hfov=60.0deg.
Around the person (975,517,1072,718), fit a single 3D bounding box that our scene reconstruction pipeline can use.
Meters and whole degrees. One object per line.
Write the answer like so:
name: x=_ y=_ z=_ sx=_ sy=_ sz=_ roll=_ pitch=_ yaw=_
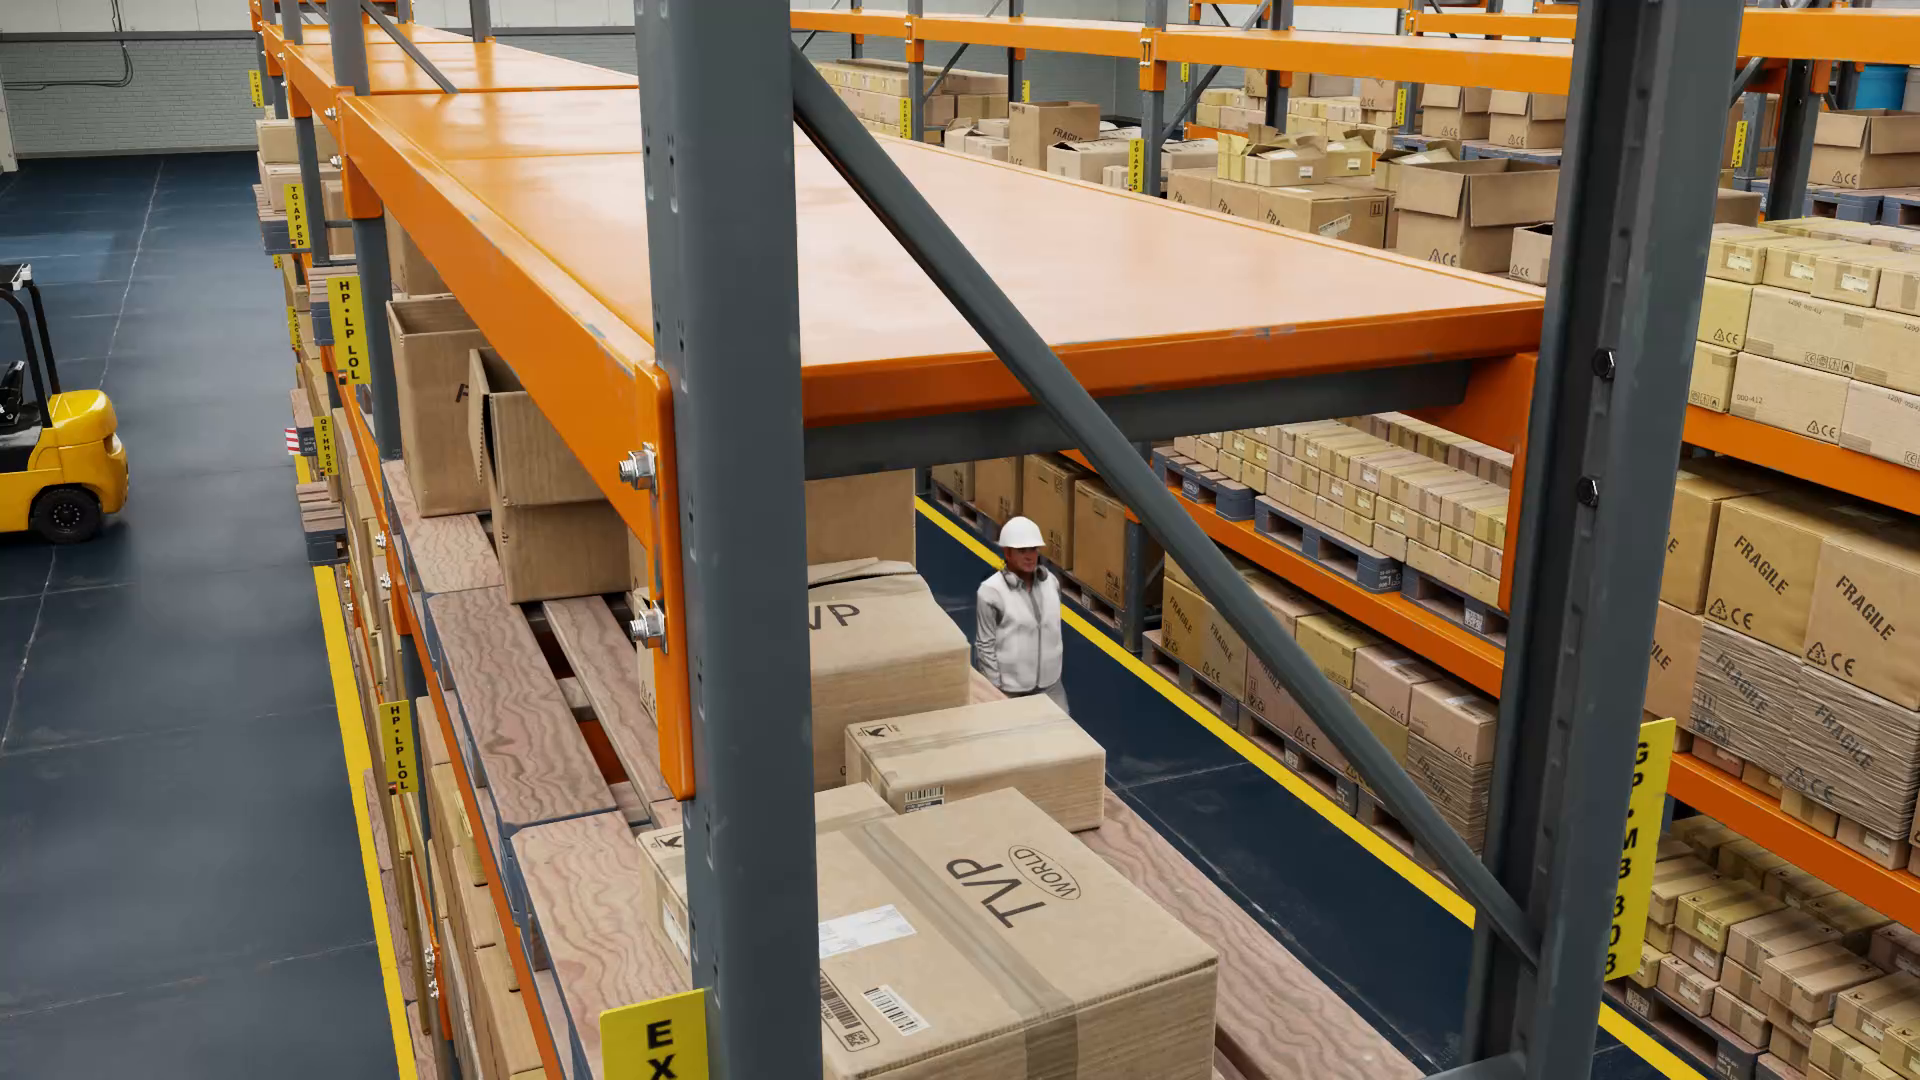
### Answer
person: x=0.335 y=0.767 z=8.796 sx=0.580 sy=1.838 sz=0.583 roll=-9 pitch=21 yaw=-25
